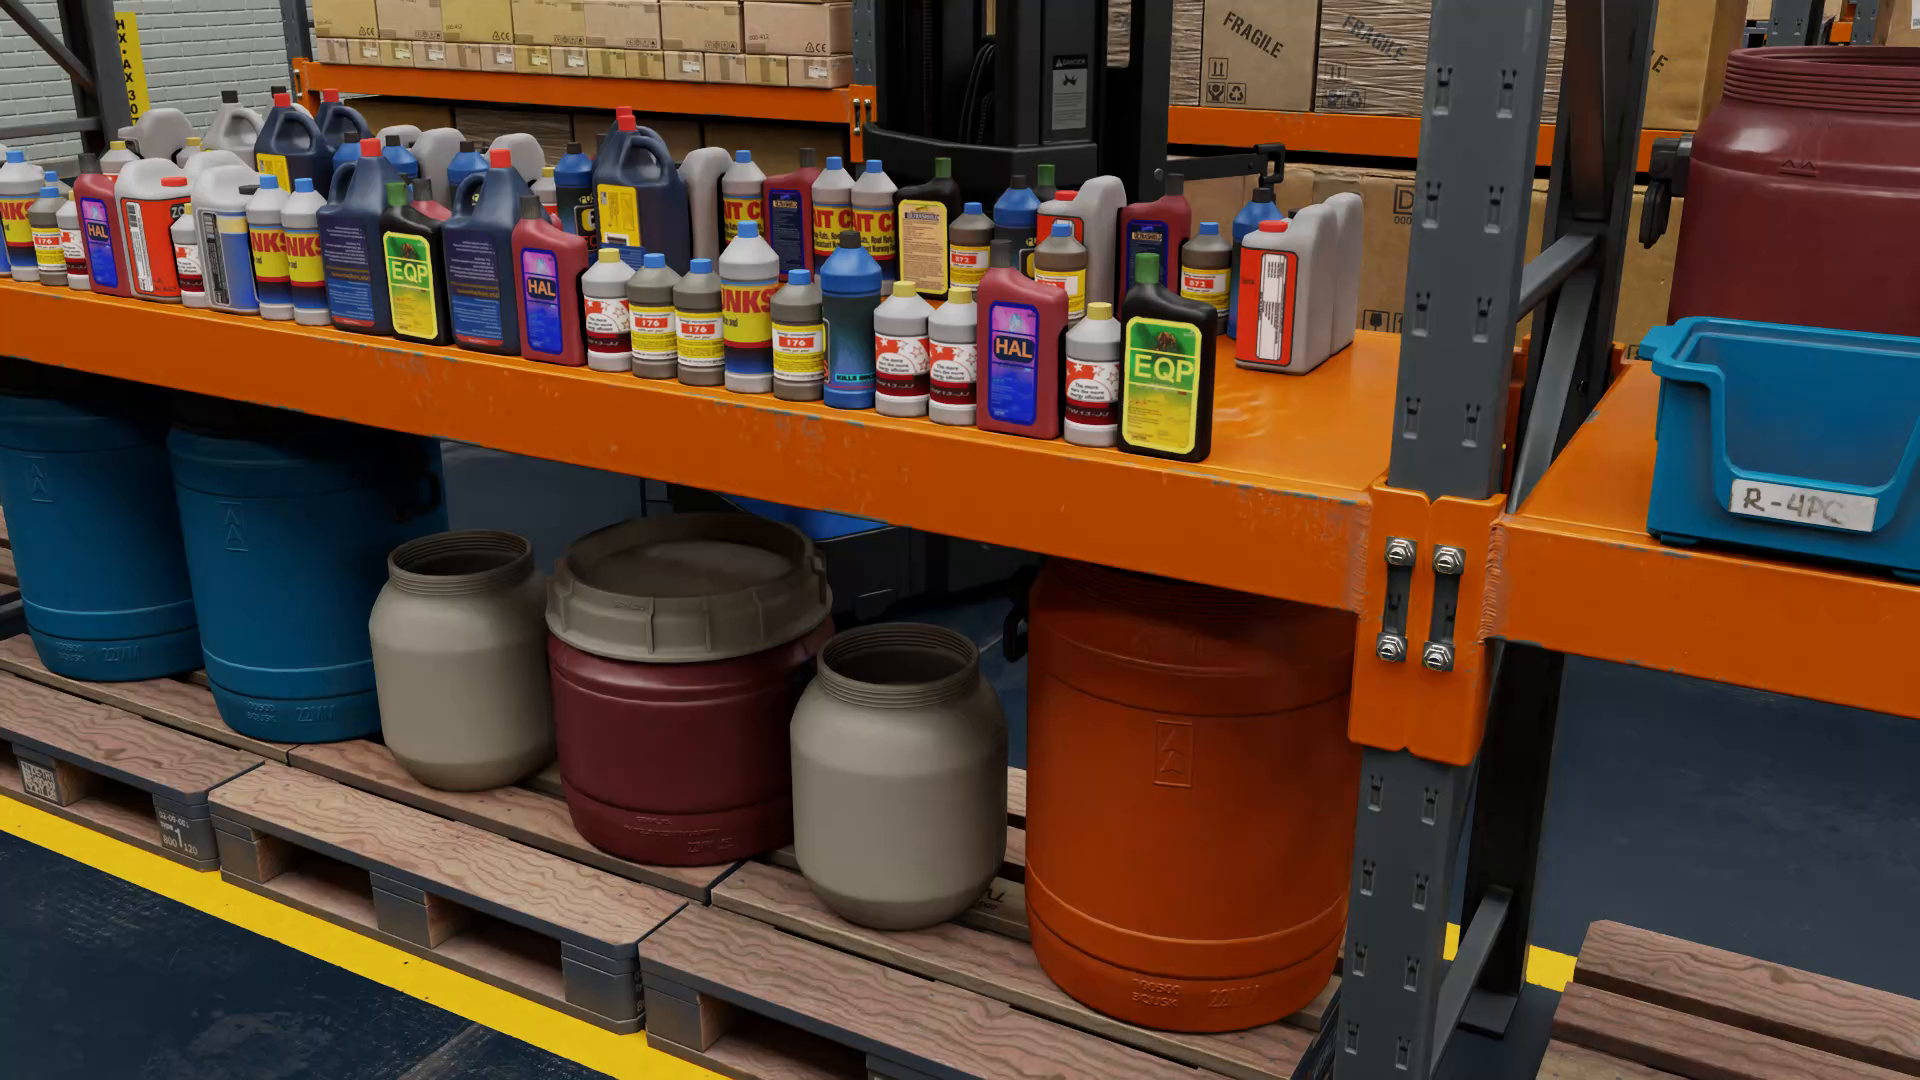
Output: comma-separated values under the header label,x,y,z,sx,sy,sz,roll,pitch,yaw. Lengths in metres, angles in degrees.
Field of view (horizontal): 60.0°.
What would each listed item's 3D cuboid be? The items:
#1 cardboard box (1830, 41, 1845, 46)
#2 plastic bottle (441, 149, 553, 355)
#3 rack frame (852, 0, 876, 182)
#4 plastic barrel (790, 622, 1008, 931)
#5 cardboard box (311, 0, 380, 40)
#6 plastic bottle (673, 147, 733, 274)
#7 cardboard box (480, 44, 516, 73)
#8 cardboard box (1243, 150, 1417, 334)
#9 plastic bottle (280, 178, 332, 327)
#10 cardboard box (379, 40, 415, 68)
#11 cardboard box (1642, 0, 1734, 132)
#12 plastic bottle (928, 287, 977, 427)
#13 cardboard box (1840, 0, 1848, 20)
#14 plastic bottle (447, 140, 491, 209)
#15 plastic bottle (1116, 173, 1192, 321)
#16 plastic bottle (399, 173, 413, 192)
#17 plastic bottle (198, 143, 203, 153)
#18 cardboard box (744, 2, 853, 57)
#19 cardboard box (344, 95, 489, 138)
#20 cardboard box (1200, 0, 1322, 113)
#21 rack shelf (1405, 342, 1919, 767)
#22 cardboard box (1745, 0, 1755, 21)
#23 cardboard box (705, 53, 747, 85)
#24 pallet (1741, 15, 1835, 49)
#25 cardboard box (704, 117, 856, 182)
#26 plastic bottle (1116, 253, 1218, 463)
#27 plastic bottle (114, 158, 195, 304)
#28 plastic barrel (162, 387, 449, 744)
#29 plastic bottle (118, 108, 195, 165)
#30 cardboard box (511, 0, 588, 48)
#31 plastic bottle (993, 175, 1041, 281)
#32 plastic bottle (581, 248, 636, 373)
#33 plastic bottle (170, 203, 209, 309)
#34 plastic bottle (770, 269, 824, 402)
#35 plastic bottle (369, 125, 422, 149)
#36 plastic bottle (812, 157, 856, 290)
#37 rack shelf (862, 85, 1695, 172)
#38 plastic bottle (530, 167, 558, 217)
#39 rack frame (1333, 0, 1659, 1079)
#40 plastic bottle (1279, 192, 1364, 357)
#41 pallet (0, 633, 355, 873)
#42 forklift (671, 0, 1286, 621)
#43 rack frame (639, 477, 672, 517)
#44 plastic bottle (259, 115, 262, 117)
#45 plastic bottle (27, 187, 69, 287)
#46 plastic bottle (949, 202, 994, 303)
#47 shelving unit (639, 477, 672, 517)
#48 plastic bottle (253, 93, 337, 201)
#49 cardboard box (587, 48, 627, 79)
label,x,y,z,sx,sy,sz,roll,pitch,yaw
cardboard box,10.217,-5.783,19.507,0.250,0.149,0.380,12,23,30
plastic bottle,-0.823,-0.519,2.970,0.185,0.351,0.144,11,23,27
rack frame,-0.222,-2.513,8.394,0.127,3.000,1.000,11,23,27
plastic barrel,-0.117,0.455,3.244,0.421,0.512,0.421,0,20,0
cardboard box,-3.427,-3.087,9.761,0.500,0.250,0.500,10,22,26
plastic bottle,-0.576,-0.714,3.616,0.135,0.276,0.152,11,23,27
cardboard box,-2.441,-2.690,9.249,0.250,0.149,0.380,11,22,27
cardboard box,1.903,-1.318,7.599,0.875,0.875,1.225,11,23,27
plastic bottle,-1.236,-0.551,3.175,0.097,0.271,0.097,0,20,0
cardboard box,-3.117,-2.818,9.603,0.250,0.149,0.380,10,22,26
cardboard box,2.718,-1.903,6.566,0.500,0.500,0.500,12,23,29
plastic bottle,0.000,-0.283,2.538,0.097,0.201,0.097,0,20,0
cardboard box,7.798,-4.884,15.149,0.500,0.250,0.500,10,22,26
plastic bottle,-1.101,-0.763,3.758,0.097,0.271,0.097,0,20,0
plastic bottle,0.370,-0.555,3.167,0.133,0.283,0.061,11,23,27
plastic bottle,-1.080,-0.578,3.249,0.097,0.271,0.097,0,20,0
plastic bottle,-1.934,-0.924,4.306,0.097,0.201,0.097,0,20,0
cardboard box,-0.736,-2.578,8.356,0.500,0.250,0.500,10,22,26
cardboard box,-3.116,-2.294,10.291,0.875,0.875,0.875,11,23,27
cardboard box,1.387,-2.158,7.269,0.500,0.500,0.500,11,23,28
rack shelf,2.601,0.298,1.701,4.000,0.370,1.077,11,23,27
cardboard box,4.906,-3.374,10.520,0.250,0.149,0.380,11,23,27
cardboard box,-1.097,-2.433,8.543,0.250,0.149,0.380,10,22,26
pallet,5.103,-3.304,10.856,1.003,0.211,1.213,11,23,27
cardboard box,-0.759,-1.845,9.053,0.875,0.875,0.875,11,23,27
plastic bottle,0.293,-0.259,2.350,0.133,0.283,0.061,11,23,27
plastic bottle,-1.611,-0.636,3.401,0.135,0.276,0.152,11,23,27
plastic barrel,-1.553,-0.036,4.027,0.708,0.901,0.600,11,23,27
plastic bottle,-2.136,-1.011,4.435,0.135,0.276,0.152,11,23,27
cardboard box,-2.075,-2.833,9.060,0.500,0.250,0.500,10,22,26
plastic bottle,0.113,-0.567,3.218,0.097,0.271,0.097,0,20,0
plastic bottle,-0.595,-0.396,2.850,0.097,0.201,0.097,0,20,0
plastic bottle,-1.523,-0.573,3.338,0.097,0.201,0.097,0,20,0
plastic bottle,-0.255,-0.332,2.672,0.097,0.201,0.097,0,20,0
plastic bottle,-1.377,-0.866,4.036,0.135,0.276,0.152,11,23,27
plastic bottle,-0.260,-0.662,3.480,0.097,0.271,0.097,0,20,0
rack shelf,1.524,-1.842,7.600,4.000,0.370,1.077,11,23,27
plastic bottle,-0.942,-0.759,3.850,0.097,0.201,0.097,0,20,0
rack frame,0.855,-0.373,2.495,0.127,3.000,1.000,11,23,27
plastic bottle,0.634,-0.483,2.980,0.135,0.276,0.152,11,23,27
pallet,-1.984,0.413,4.416,1.213,0.211,1.003,11,23,27
forklift,0.529,-1.491,5.677,3.031,2.935,1.130,-12,23,-30
rack frame,-1.062,-0.561,5.873,0.200,1.050,0.008,4,20,12
plastic bottle,-1.817,-0.950,4.267,0.135,0.276,0.152,11,23,27
plastic bottle,-1.927,-0.650,3.550,0.097,0.201,0.097,0,20,0
plastic bottle,0.026,-0.575,3.342,0.097,0.201,0.097,0,20,0
shelving unit,-1.036,-0.602,5.985,0.215,1.050,0.252,4,20,12
plastic bottle,-1.584,-0.886,3.981,0.185,0.351,0.144,11,23,27
cardboard box,-1.770,-2.562,8.896,0.250,0.149,0.380,10,22,26
